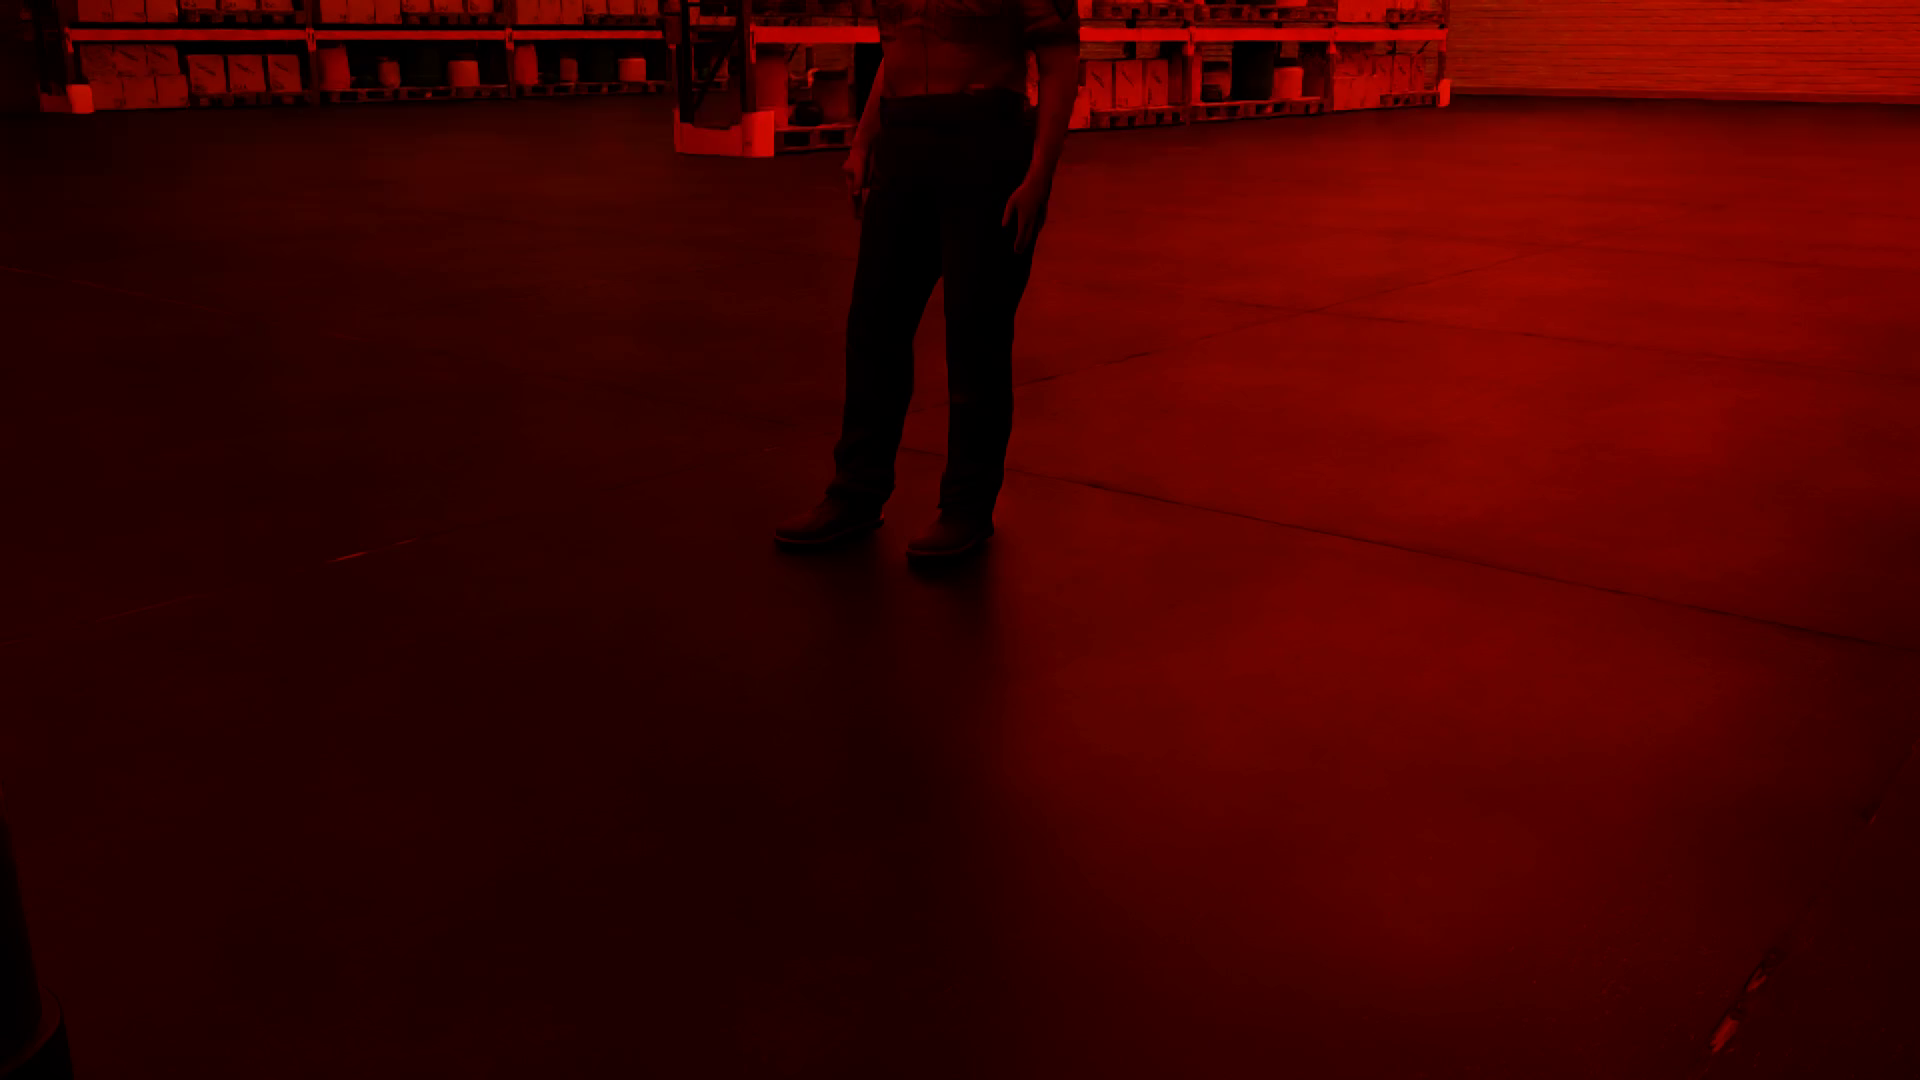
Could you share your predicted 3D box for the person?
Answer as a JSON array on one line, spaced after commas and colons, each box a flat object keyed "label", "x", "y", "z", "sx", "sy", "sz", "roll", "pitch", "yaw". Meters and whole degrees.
[{"label": "person", "x": -0.075, "y": -0.779, "z": 3.648, "sx": 0.598, "sy": 1.651, "sz": 0.502, "roll": 13, "pitch": 21, "yaw": 37}]
